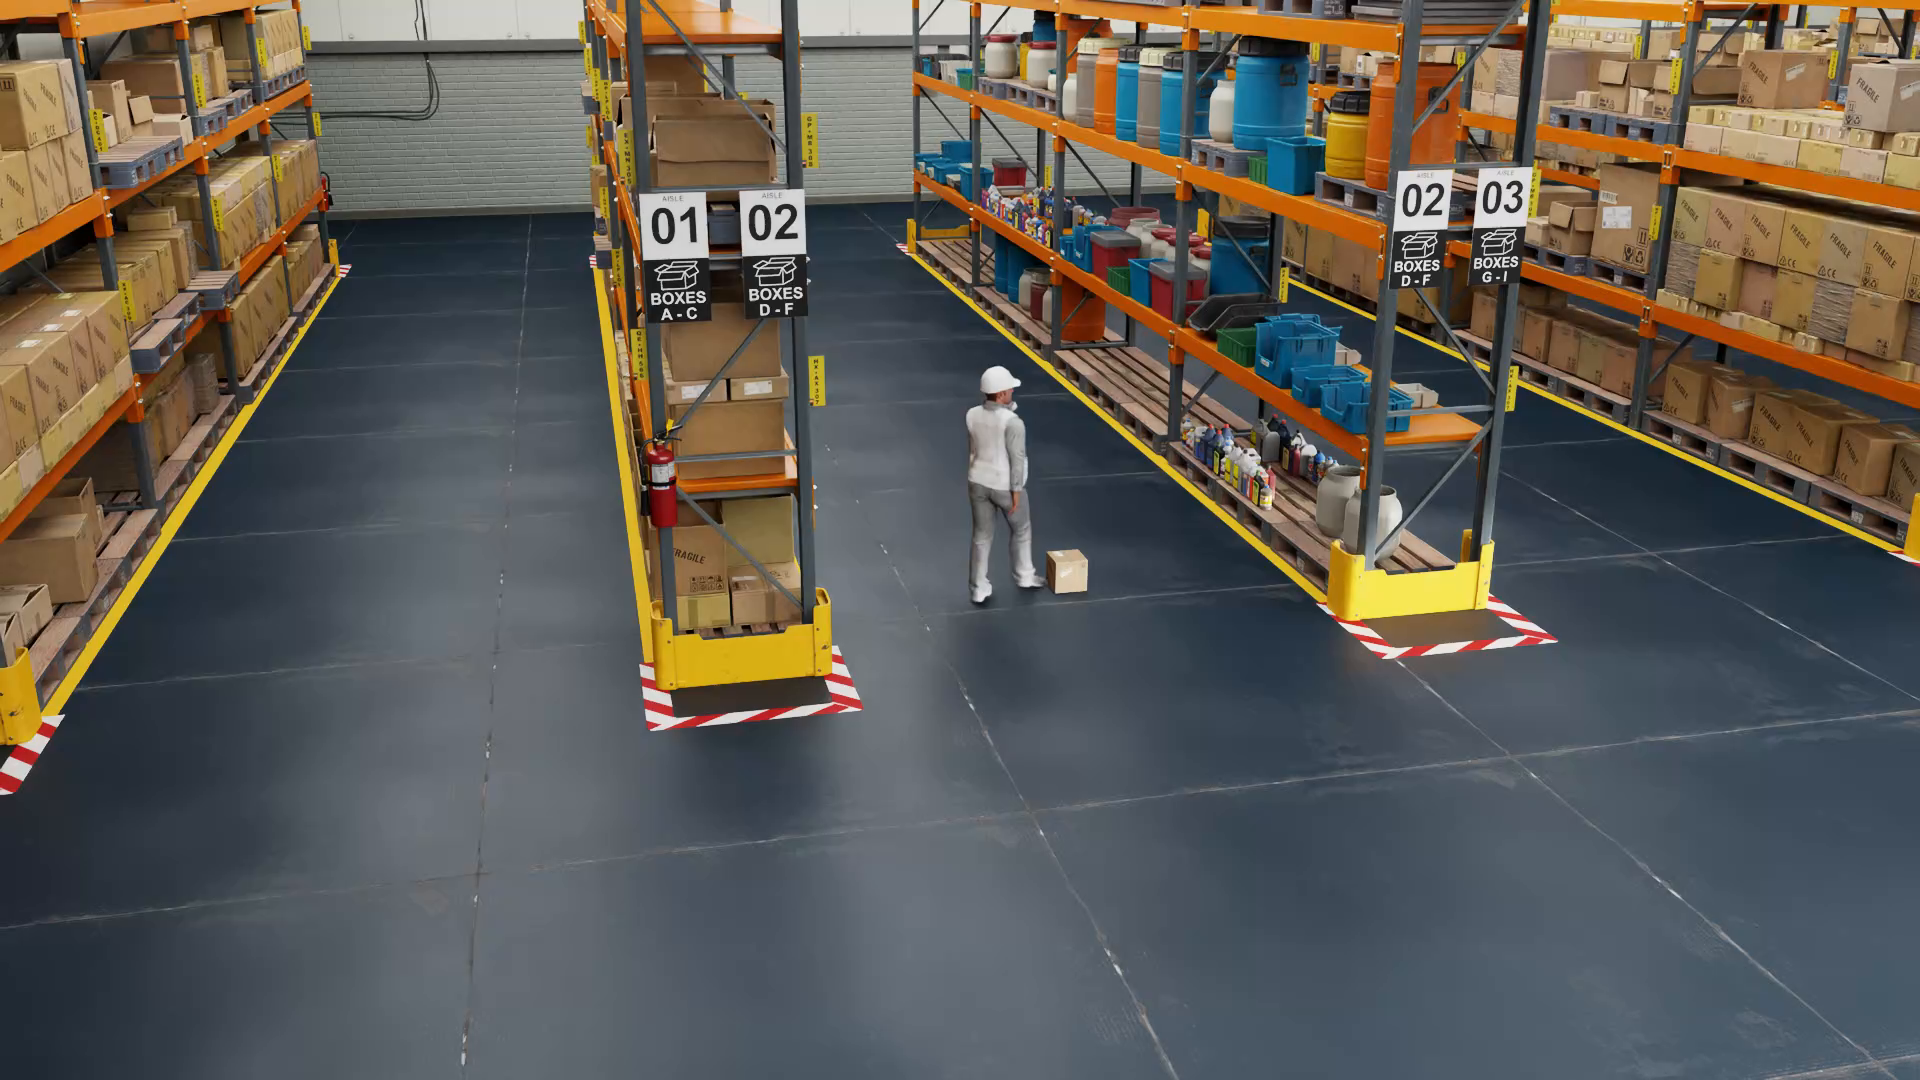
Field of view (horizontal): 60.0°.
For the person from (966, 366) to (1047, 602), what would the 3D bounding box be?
[{"bbox_3d":[0.324,-0.434,12.250,0.563,1.782,0.744,12,23,30],"label":"person"}]
